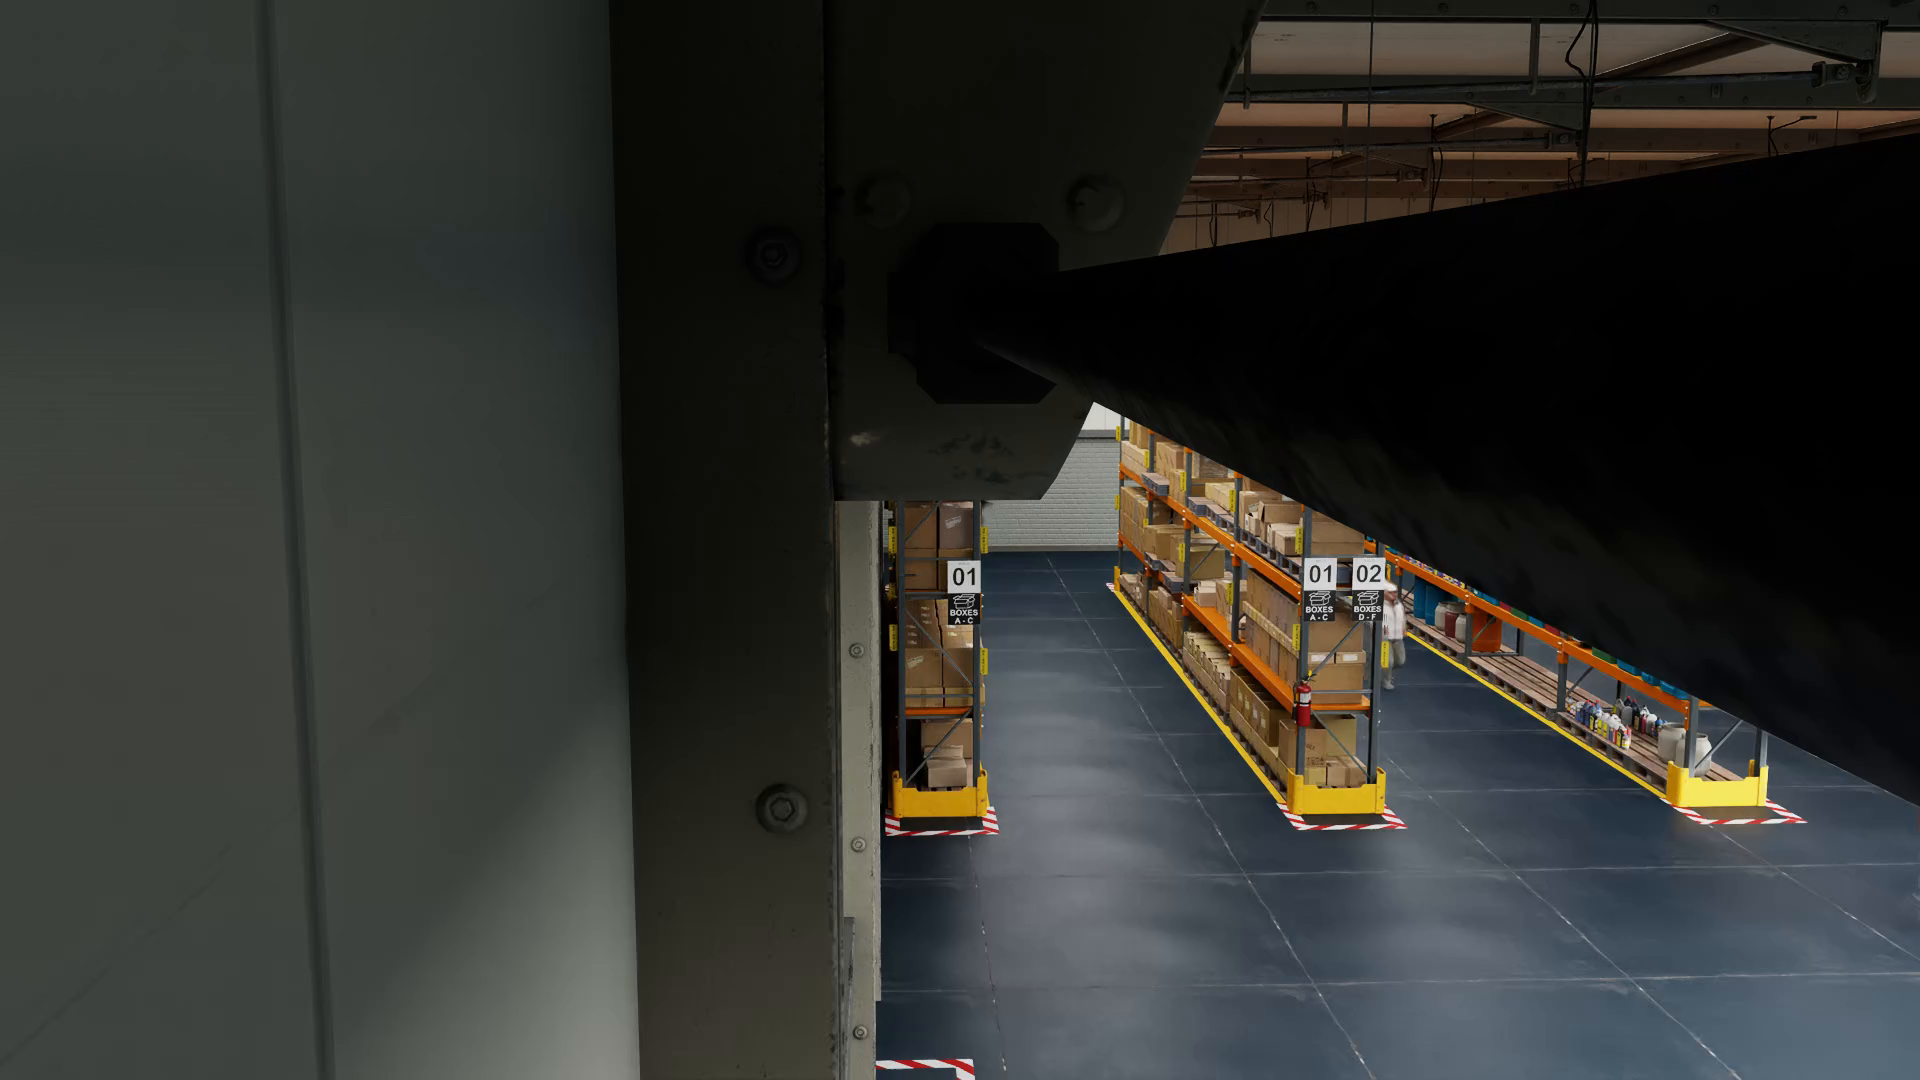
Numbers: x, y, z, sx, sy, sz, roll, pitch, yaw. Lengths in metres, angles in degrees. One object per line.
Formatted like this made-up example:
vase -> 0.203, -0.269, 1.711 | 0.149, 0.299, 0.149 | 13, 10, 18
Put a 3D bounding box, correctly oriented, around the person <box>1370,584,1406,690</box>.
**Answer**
person -> 7.025, 1.580, 27.143 | 0.656, 1.722, 0.603 | -2, 8, -14
